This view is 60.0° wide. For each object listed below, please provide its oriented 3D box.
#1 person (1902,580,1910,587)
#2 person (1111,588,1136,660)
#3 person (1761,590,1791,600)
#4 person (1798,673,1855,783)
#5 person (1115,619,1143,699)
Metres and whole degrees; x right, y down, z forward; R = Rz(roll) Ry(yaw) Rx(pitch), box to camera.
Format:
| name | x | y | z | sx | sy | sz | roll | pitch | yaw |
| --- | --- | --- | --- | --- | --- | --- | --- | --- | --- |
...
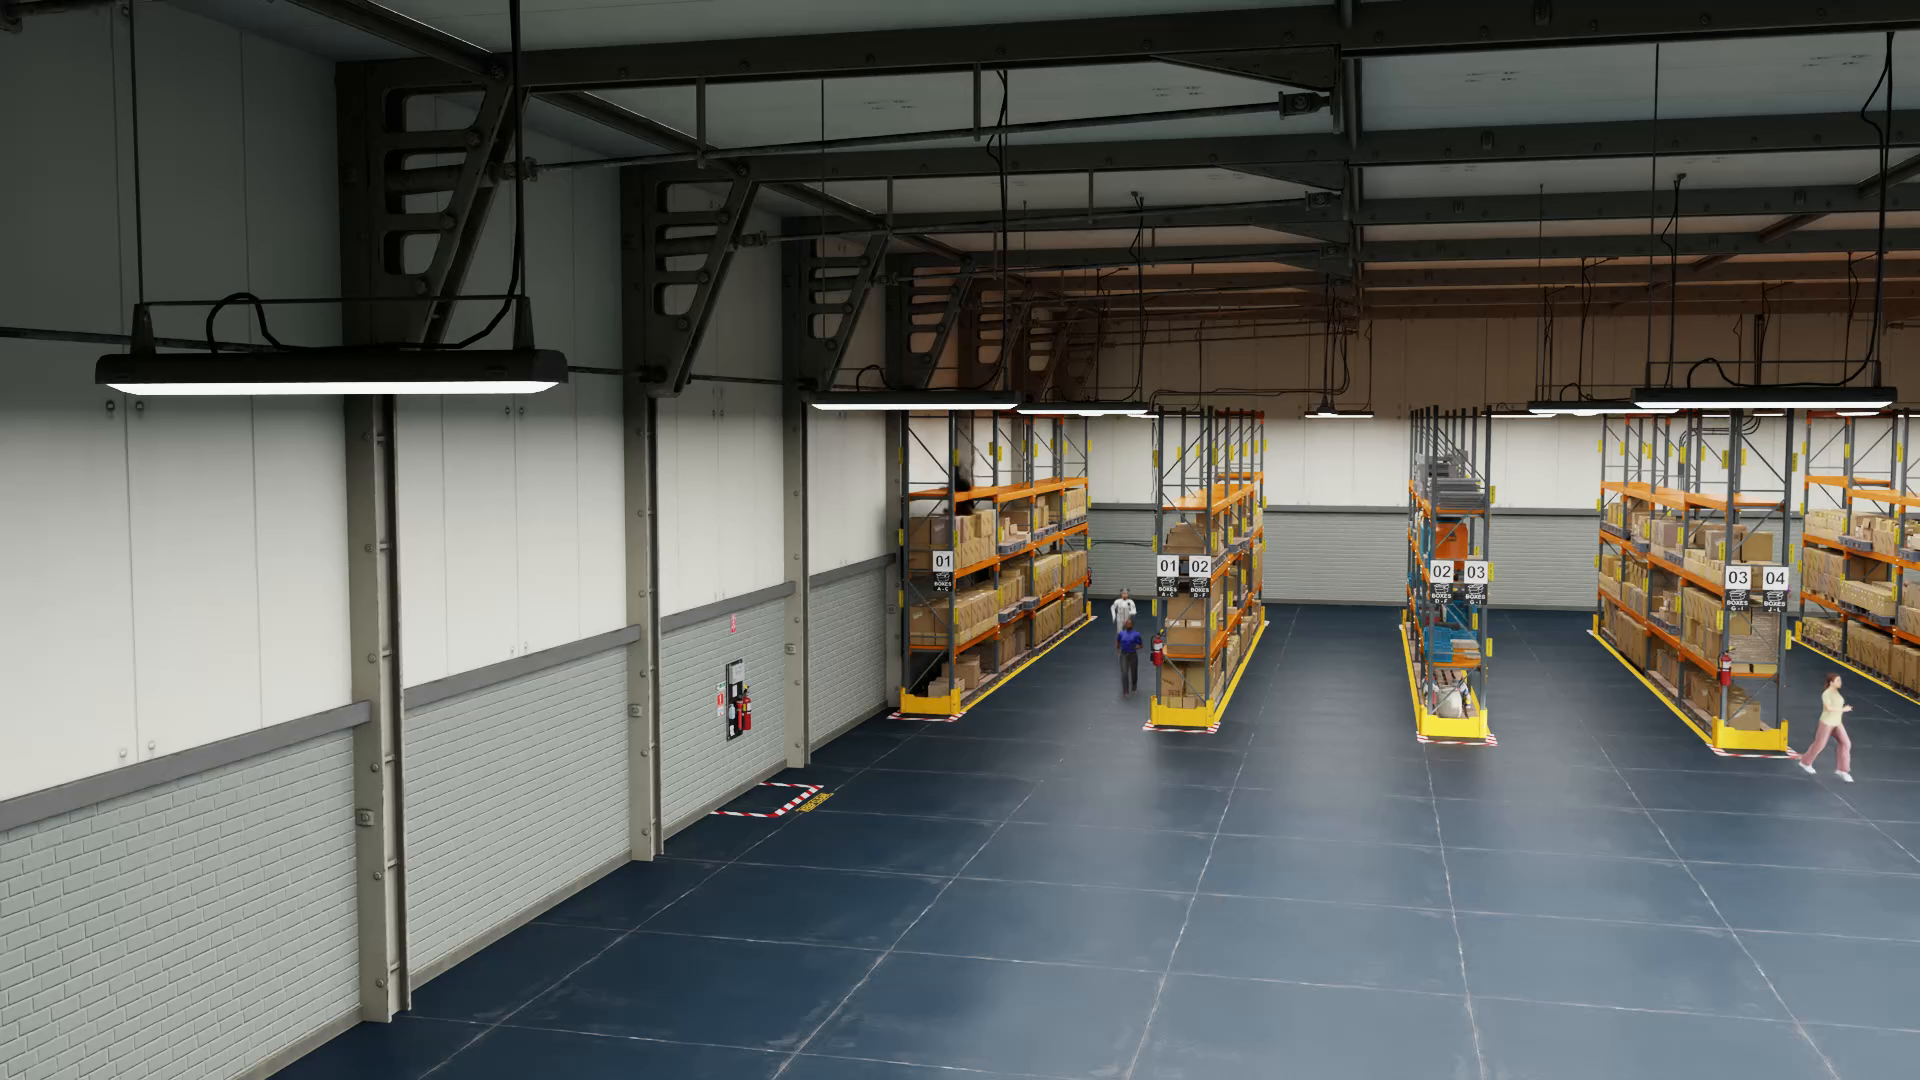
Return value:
| name | x | y | z | sx | sy | sz | roll | pitch | yaw |
| --- | --- | --- | --- | --- | --- | --- | --- | --- | --- |
| person | 23.616 | 1.877 | 41.575 | 0.706 | 1.763 | 0.760 | 2 | 4 | 21 |
| person | 3.943 | 2.020 | 39.983 | 0.578 | 1.741 | 0.740 | 0 | 4 | 0 |
| person | 21.731 | 1.681 | 44.669 | 0.885 | 1.674 | 0.868 | 1 | 4 | 12 |
| person | 13.870 | 2.969 | 26.593 | 0.545 | 1.716 | 0.840 | -3 | 5 | -36 |
| person | 3.492 | 2.436 | 34.416 | 0.588 | 1.624 | 0.831 | 1 | 4 | 10 |
